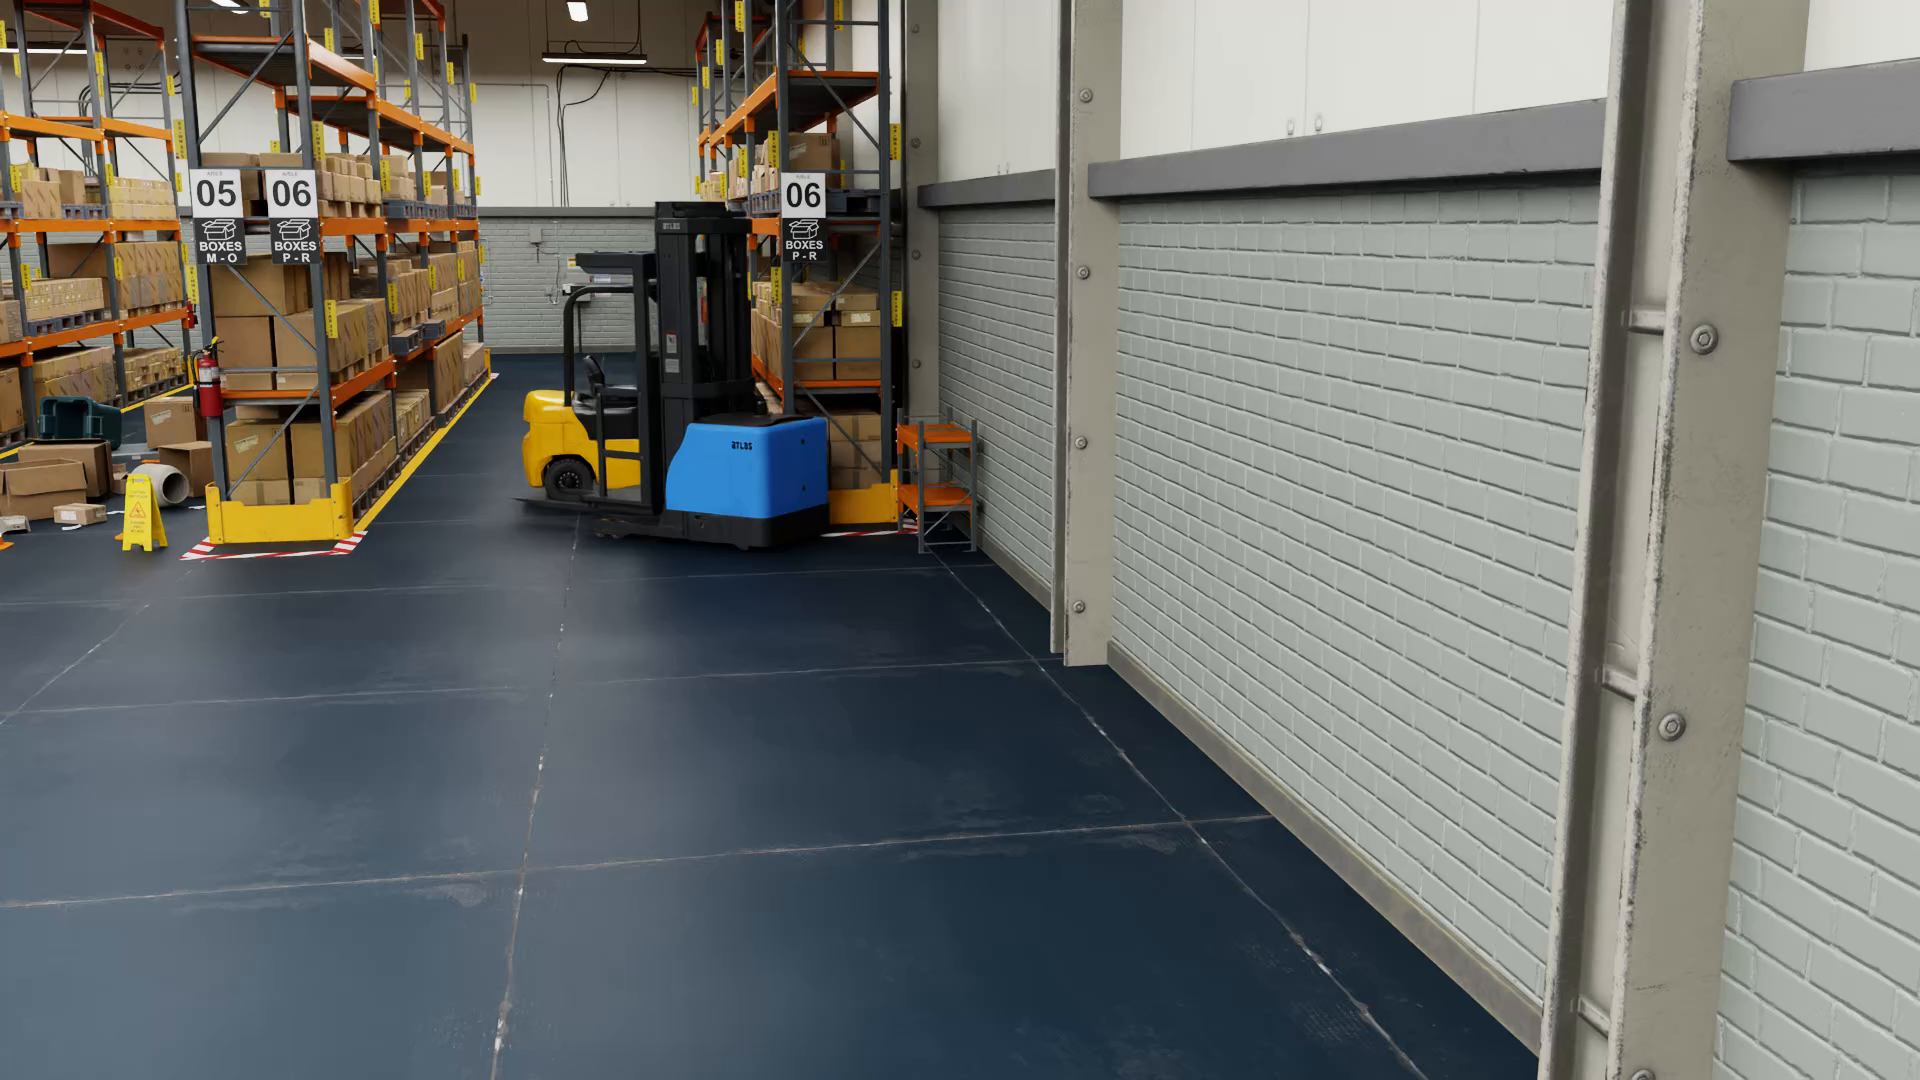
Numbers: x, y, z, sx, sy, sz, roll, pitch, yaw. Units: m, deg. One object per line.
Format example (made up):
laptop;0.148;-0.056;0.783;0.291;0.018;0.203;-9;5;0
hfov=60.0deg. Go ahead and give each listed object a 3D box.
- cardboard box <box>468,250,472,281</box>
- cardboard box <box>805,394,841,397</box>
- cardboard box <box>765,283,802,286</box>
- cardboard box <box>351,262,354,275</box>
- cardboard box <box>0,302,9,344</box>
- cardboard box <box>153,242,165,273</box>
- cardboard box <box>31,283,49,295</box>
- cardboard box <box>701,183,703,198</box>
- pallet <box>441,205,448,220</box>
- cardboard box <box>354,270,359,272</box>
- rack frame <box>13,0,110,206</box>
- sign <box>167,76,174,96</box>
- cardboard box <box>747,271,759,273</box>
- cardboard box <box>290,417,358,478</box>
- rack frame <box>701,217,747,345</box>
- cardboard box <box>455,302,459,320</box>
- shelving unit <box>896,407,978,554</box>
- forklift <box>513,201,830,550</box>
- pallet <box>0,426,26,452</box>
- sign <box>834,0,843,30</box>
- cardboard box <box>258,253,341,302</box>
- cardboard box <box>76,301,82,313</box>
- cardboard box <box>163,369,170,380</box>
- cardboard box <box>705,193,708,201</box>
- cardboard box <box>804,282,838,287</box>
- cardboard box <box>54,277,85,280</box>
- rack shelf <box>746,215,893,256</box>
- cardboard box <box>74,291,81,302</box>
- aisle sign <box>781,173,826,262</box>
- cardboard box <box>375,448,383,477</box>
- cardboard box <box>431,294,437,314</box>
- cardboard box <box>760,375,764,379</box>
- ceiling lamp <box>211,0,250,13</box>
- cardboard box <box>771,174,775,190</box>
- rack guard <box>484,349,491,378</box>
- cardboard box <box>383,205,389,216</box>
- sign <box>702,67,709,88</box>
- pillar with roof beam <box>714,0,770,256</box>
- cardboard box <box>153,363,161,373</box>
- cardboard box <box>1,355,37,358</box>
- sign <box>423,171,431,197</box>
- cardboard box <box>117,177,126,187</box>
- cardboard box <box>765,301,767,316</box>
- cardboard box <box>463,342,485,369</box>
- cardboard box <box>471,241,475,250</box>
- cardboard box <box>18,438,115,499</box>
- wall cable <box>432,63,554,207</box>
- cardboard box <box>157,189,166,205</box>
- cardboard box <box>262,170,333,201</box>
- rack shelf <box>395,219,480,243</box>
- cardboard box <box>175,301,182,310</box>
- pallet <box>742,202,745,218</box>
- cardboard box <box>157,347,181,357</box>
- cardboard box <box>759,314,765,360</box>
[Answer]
cardboard box;-8.469;-4.594;27.867;0.500;0.500;0.500;-2;11;-11
cardboard box;-1.430;-1.469;17.949;0.500;0.250;0.500;-2;11;-11
cardboard box;-1.945;-2.745;18.297;0.380;0.149;0.250;-2;11;-12
cardboard box;-7.316;-3.182;19.472;0.380;0.149;0.250;-3;11;-13
cardboard box;-11.949;-2.630;20.224;0.500;0.500;0.500;-2;11;-11
cardboard box;-13.410;-4.636;27.294;0.500;0.500;0.500;-2;11;-8
cardboard box;-12.445;-3.355;22.259;0.380;0.149;0.250;-3;11;-13
cardboard box;-4.327;-6.199;29.491;0.500;0.250;0.500;-2;11;-11
pallet;-8.111;-4.891;24.858;0.805;0.209;1.217;-3;11;-13
cardboard box;-7.591;-3.159;21.085;0.500;0.500;0.500;-2;11;-8
rack frame;-13.173;-6.426;24.390;1.000;3.000;0.127;-2;11;-11
sign;-13.403;-7.713;28.229;0.100;0.325;0.005;-2;11;-11
cardboard box;-3.494;-3.922;25.890;0.700;0.500;0.500;-2;11;-10
cardboard box;-5.894;-0.863;15.432;0.500;0.500;0.500;-3;11;-13
rack frame;-4.247;-4.592;30.801;1.000;3.000;0.127;-2;11;-11
cardboard box;-8.003;-3.531;25.625;0.500;0.250;0.500;-2;11;-12
shelving unit;-0.210;-0.543;14.538;0.538;1.125;1.048;-2;11;-12
forklift;-2.698;-1.527;14.879;3.031;2.935;1.130;6;12;29
pallet;-12.316;-1.228;20.584;1.003;0.211;1.213;-2;11;-11
sign;-1.364;-5.891;18.657;0.100;0.325;0.005;-2;11;-11
cardboard box;-6.831;-2.713;17.193;0.700;0.500;0.500;-2;11;-11
cardboard box;-12.696;-3.306;23.592;0.380;0.149;0.250;-3;11;-13
cardboard box;-13.356;-2.745;27.597;0.380;0.149;0.250;-3;11;-14
cardboard box;-3.785;-5.346;26.021;0.380;0.149;0.250;-2;11;-10
cardboard box;-1.547;-2.810;18.640;0.380;0.149;0.250;-2;11;-13
cardboard box;-13.545;-3.752;25.326;0.500;0.500;0.500;-2;11;-11
rack shelf;-1.524;-3.145;17.097;1.077;0.370;4.000;-2;11;-11
cardboard box;-12.698;-3.450;23.555;0.380;0.149;0.250;-3;11;-14
aisle sign;-1.411;-2.912;15.021;0.394;0.787;0.004;-2;11;-11
cardboard box;-6.195;-0.776;16.983;0.500;0.250;0.500;-2;11;-10
cardboard box;-7.416;-3.218;22.643;0.500;0.250;0.500;-2;11;-11
cardboard box;-2.318;-1.807;21.394;0.875;0.625;0.625;-3;11;-13
ceiling lamp;-10.318;-9.259;23.666;0.800;3.185;2.000;-2;11;-11
cardboard box;-1.595;-3.404;15.818;0.380;0.149;0.250;-2;11;-13
rack guard;-9.120;-3.187;30.106;1.175;0.500;0.348;-2;11;-11
cardboard box;-7.235;-4.189;20.386;0.797;0.503;0.637;-2;11;-11
sign;-4.005;-7.287;26.205;0.100;0.325;0.005;-2;11;-11
pillar with roof beam;-8.110;-7.910;32.188;9.100;9.000;0.548;-2;11;-11
cardboard box;-13.240;-2.791;27.044;0.380;0.149;0.250;-2;11;-10
cardboard box;-12.978;-2.394;22.808;0.500;0.250;0.500;-2;11;-10
sign;-7.027;-4.691;21.913;0.100;0.325;0.005;-2;11;-11
cardboard box;-13.123;-5.527;25.686;0.380;0.149;0.250;-2;11;-13
cardboard box;-1.828;-2.407;17.316;0.380;0.149;0.250;-2;11;-12
cardboard box;-8.889;-3.241;29.432;0.875;0.438;0.875;-3;11;-13
cardboard box;-8.644;-5.121;28.905;0.380;0.149;0.250;-2;11;-12
cardboard box;-9.019;-0.718;16.760;0.797;0.637;0.503;-2;11;-11
wall cable;-9.760;-8.418;34.857;2.355;3.000;0.029;-2;11;-11
cardboard box;-13.512;-5.689;27.605;0.500;0.250;0.500;-2;11;-13
cardboard box;-5.840;-3.124;14.672;0.500;0.250;0.500;-2;11;-12
rack shelf;-8.727;-5.164;27.709;1.077;0.370;4.000;-2;11;-11
cardboard box;-13.611;-4.039;28.569;0.380;0.149;0.250;-2;11;-11
pallet;-2.251;-4.179;21.115;1.003;0.211;1.213;-2;11;-8
cardboard box;-13.600;-3.223;28.516;0.380;0.149;0.250;-2;11;-10
cardboard box;-1.866;-2.162;17.764;0.500;0.500;0.500;-2;11;-12
